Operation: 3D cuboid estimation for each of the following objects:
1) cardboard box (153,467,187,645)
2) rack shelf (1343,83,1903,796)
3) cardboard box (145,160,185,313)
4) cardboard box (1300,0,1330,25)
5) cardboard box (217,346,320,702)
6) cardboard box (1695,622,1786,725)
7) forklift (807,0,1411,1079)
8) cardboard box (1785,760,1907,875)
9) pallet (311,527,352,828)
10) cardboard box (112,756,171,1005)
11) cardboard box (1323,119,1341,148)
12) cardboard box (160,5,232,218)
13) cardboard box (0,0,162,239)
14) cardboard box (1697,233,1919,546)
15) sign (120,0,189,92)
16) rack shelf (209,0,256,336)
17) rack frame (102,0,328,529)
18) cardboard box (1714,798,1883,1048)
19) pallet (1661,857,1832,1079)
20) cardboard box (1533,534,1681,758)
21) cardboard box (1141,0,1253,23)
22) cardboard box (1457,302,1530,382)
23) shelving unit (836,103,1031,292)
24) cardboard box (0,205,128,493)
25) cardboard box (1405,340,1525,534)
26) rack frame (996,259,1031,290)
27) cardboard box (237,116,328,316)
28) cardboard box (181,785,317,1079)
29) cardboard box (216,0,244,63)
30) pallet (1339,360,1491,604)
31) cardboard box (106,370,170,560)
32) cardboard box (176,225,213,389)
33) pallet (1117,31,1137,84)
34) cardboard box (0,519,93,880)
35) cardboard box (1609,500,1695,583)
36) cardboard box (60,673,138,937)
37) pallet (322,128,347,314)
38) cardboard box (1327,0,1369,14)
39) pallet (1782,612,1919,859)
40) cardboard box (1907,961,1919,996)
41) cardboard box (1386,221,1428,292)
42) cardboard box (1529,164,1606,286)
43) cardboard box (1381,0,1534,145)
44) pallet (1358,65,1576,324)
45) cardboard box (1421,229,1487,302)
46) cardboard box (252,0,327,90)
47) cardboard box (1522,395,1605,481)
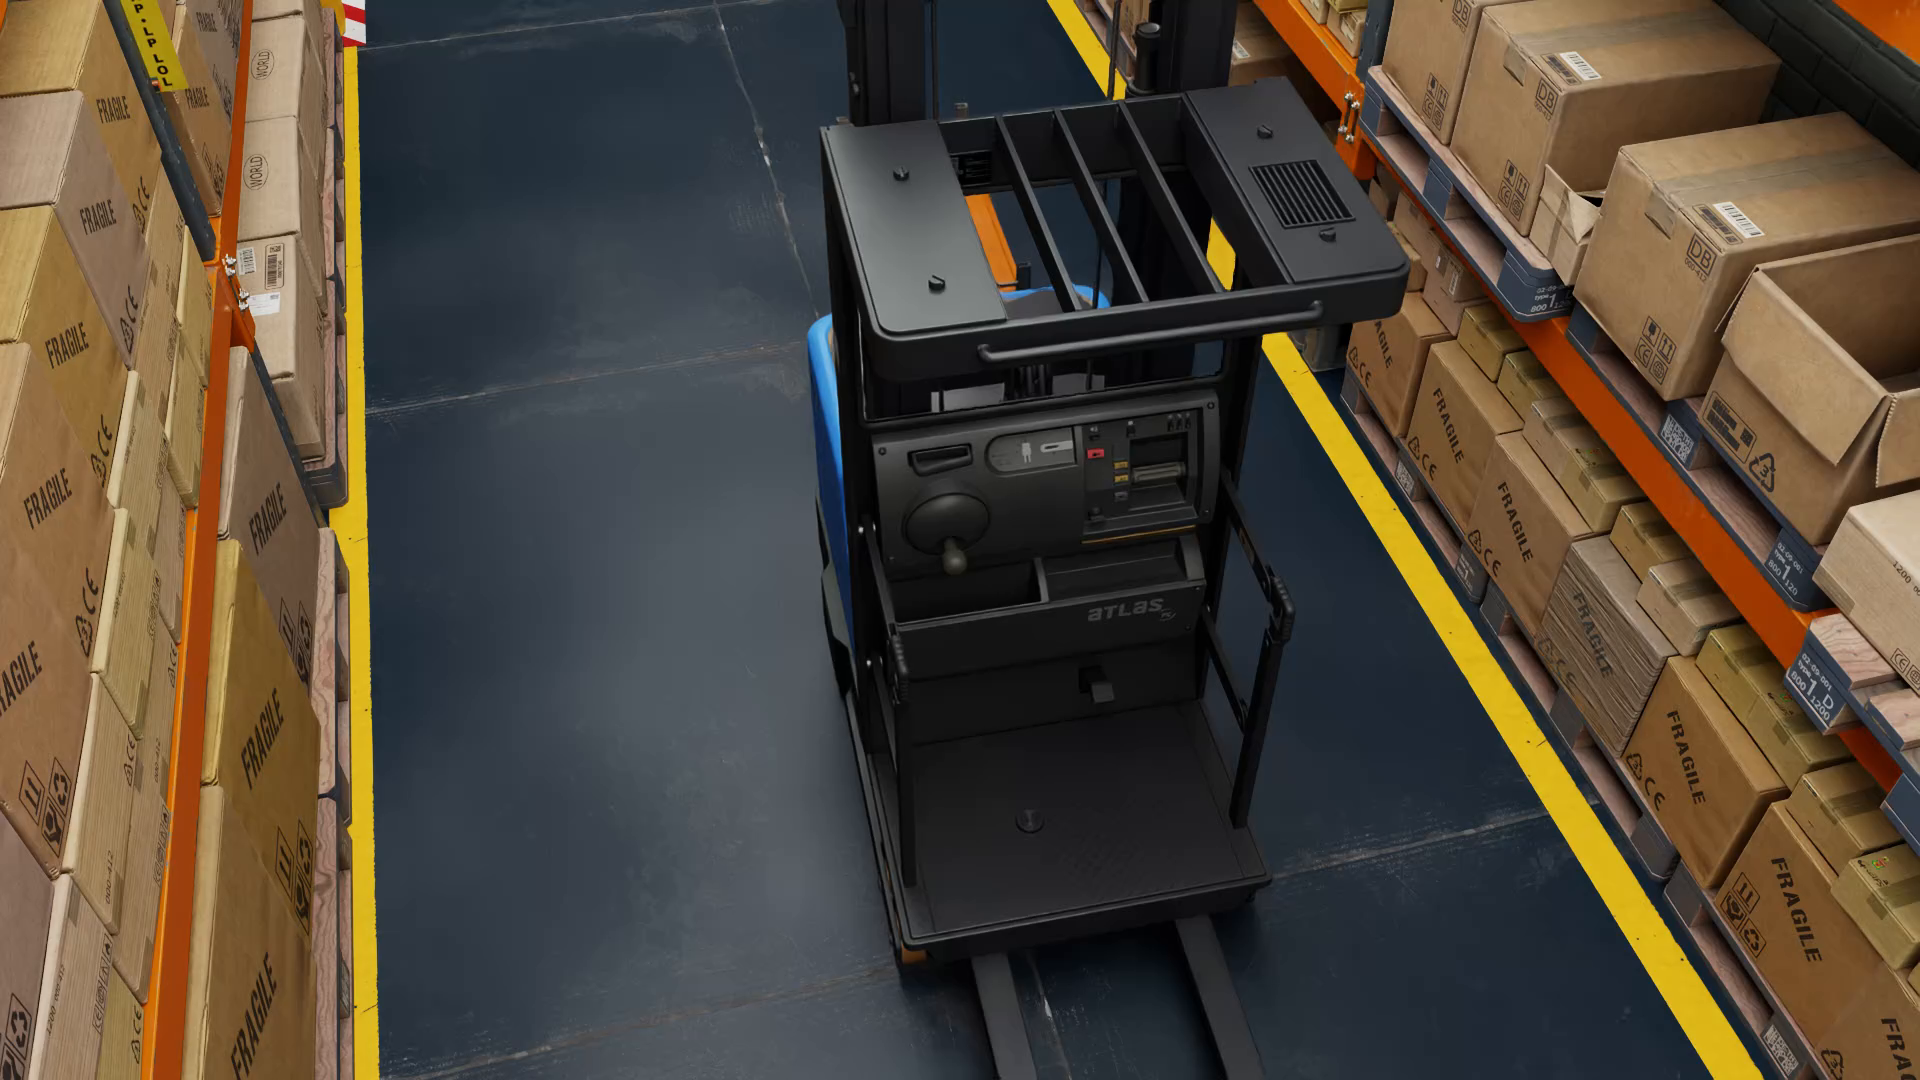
[{"bbox_3d":[-2.262,0.056,4.200,0.500,0.250,0.500,-12,47,-11],"label":"cardboard box"},{"bbox_3d":[2.449,-0.241,4.890,1.077,0.370,4.000,-11,47,-10],"label":"rack shelf"},{"bbox_3d":[-2.513,-0.826,4.715,0.500,0.250,0.500,-11,47,-10],"label":"cardboard box"},{"bbox_3d":[1.523,-2.136,6.419,0.380,0.149,0.250,-10,46,-9],"label":"cardboard box"},{"bbox_3d":[-2.624,0.046,5.298,0.875,0.875,0.875,-9,46,-9],"label":"cardboard box"},{"bbox_3d":[2.377,0.359,4.800,0.380,0.149,0.250,-11,47,-11],"label":"cardboard box"},{"bbox_3d":[0.282,-0.054,4.251,1.130,2.935,3.031,-8,46,-8],"label":"forklift"},{"bbox_3d":[2.465,0.721,4.445,0.380,0.149,0.250,-12,47,-12],"label":"cardboard box"},{"bbox_3d":[-2.590,0.531,5.582,1.003,0.211,1.213,-11,47,-10],"label":"pallet"},{"bbox_3d":[-1.996,0.752,3.518,0.500,0.250,0.500,-9,46,-9],"label":"cardboard box"},{"bbox_3d":[1.885,-1.822,7.637,0.380,0.149,0.250,-11,47,-11],"label":"cardboard box"},{"bbox_3d":[-2.728,-1.371,5.423,0.500,0.500,0.500,-9,46,-9],"label":"cardboard box"},{"bbox_3d":[-2.503,-1.086,4.444,0.500,0.500,0.500,-9,46,-9],"label":"cardboard box"},{"bbox_3d":[2.364,-0.389,4.164,0.797,0.503,0.637,-12,47,-11],"label":"cardboard box"},{"bbox_3d":[-2.338,-1.447,4.813,0.100,0.325,0.005,-11,47,-10],"label":"sign"},{"bbox_3d":[-3.372,-2.093,6.704,1.077,0.370,4.000,-11,47,-10],"label":"rack shelf"},{"bbox_3d":[-2.860,-0.964,5.094,1.000,3.000,0.127,-11,47,-10],"label":"rack frame"},{"bbox_3d":[2.527,1.016,4.611,0.500,0.500,0.500,-11,47,-11],"label":"cardboard box"},{"bbox_3d":[2.806,1.341,4.788,1.003,0.211,1.213,-11,47,-10],"label":"pallet"},{"bbox_3d":[2.239,0.300,5.312,0.500,0.500,0.500,-12,47,-12],"label":"cardboard box"},{"bbox_3d":[1.198,-2.487,8.044,0.500,0.500,0.500,-10,46,-10],"label":"cardboard box"},{"bbox_3d":[1.994,-0.724,5.862,0.380,0.149,0.250,-13,47,-12],"label":"cardboard box"},{"bbox_3d":[-0.114,-0.861,6.306,0.538,1.125,1.048,-8,46,-8],"label":"shelving unit"},{"bbox_3d":[-2.253,-0.377,3.749,0.500,0.500,0.500,-9,46,-9],"label":"cardboard box"},{"bbox_3d":[1.989,-0.405,6.003,0.500,0.500,0.500,-11,47,-11],"label":"cardboard box"},{"bbox_3d":[-0.011,-0.505,5.958,0.500,1.125,0.032,-8,46,-8],"label":"rack frame"},{"bbox_3d":[-3.147,-1.285,6.909,0.875,0.438,0.875,-12,47,-11],"label":"cardboard box"},{"bbox_3d":[-2.157,1.286,4.083,0.875,0.875,0.875,-10,46,-10],"label":"cardboard box"},{"bbox_3d":[-2.973,-2.063,6.102,0.500,0.500,0.500,-10,47,-10],"label":"cardboard box"},{"bbox_3d":[2.182,-0.343,6.439,1.003,0.211,1.213,-11,47,-10],"label":"pallet"},{"bbox_3d":[-2.239,-0.126,4.028,0.500,0.250,0.500,-10,46,-9],"label":"cardboard box"},{"bbox_3d":[-2.502,-0.648,4.889,0.500,0.250,0.500,-12,47,-11],"label":"cardboard box"},{"bbox_3d":[1.446,-2.216,8.274,1.003,0.211,1.213,-11,47,-10],"label":"pallet"},{"bbox_3d":[-1.980,0.327,3.059,0.500,0.500,0.500,-9,46,-9],"label":"cardboard box"},{"bbox_3d":[2.264,-0.006,5.157,0.380,0.149,0.250,-11,47,-10],"label":"cardboard box"},{"bbox_3d":[-1.974,0.577,3.339,0.500,0.250,0.500,-11,47,-10],"label":"cardboard box"},{"bbox_3d":[-3.295,-1.371,7.446,1.003,0.211,1.213,-11,47,-10],"label":"pallet"},{"bbox_3d":[1.571,-2.232,6.234,0.500,0.250,0.500,-10,46,-9],"label":"cardboard box"},{"bbox_3d":[2.719,0.500,3.794,1.213,0.211,1.003,-11,47,-10],"label":"pallet"},{"bbox_3d":[2.590,1.094,4.080,0.380,0.149,0.250,-13,47,-12],"label":"cardboard box"},{"bbox_3d":[1.771,-1.077,6.207,0.380,0.149,0.250,-9,46,-8],"label":"cardboard box"},{"bbox_3d":[1.922,-0.944,4.875,0.396,0.266,0.258,-9,46,-8],"label":"cardboard box"},{"bbox_3d":[1.844,-1.681,5.433,0.700,0.500,0.500,-10,46,-9],"label":"cardboard box"},{"bbox_3d":[2.036,-1.235,5.495,1.003,0.211,1.213,-11,47,-10],"label":"pallet"},{"bbox_3d":[1.884,-1.010,5.933,0.380,0.149,0.250,-13,47,-12],"label":"cardboard box"},{"bbox_3d":[-3.619,-2.538,8.137,0.875,0.438,0.875,-12,47,-12],"label":"cardboard box"},{"bbox_3d":[2.105,-0.358,5.503,0.380,0.149,0.250,-11,47,-10],"label":"cardboard box"}]
